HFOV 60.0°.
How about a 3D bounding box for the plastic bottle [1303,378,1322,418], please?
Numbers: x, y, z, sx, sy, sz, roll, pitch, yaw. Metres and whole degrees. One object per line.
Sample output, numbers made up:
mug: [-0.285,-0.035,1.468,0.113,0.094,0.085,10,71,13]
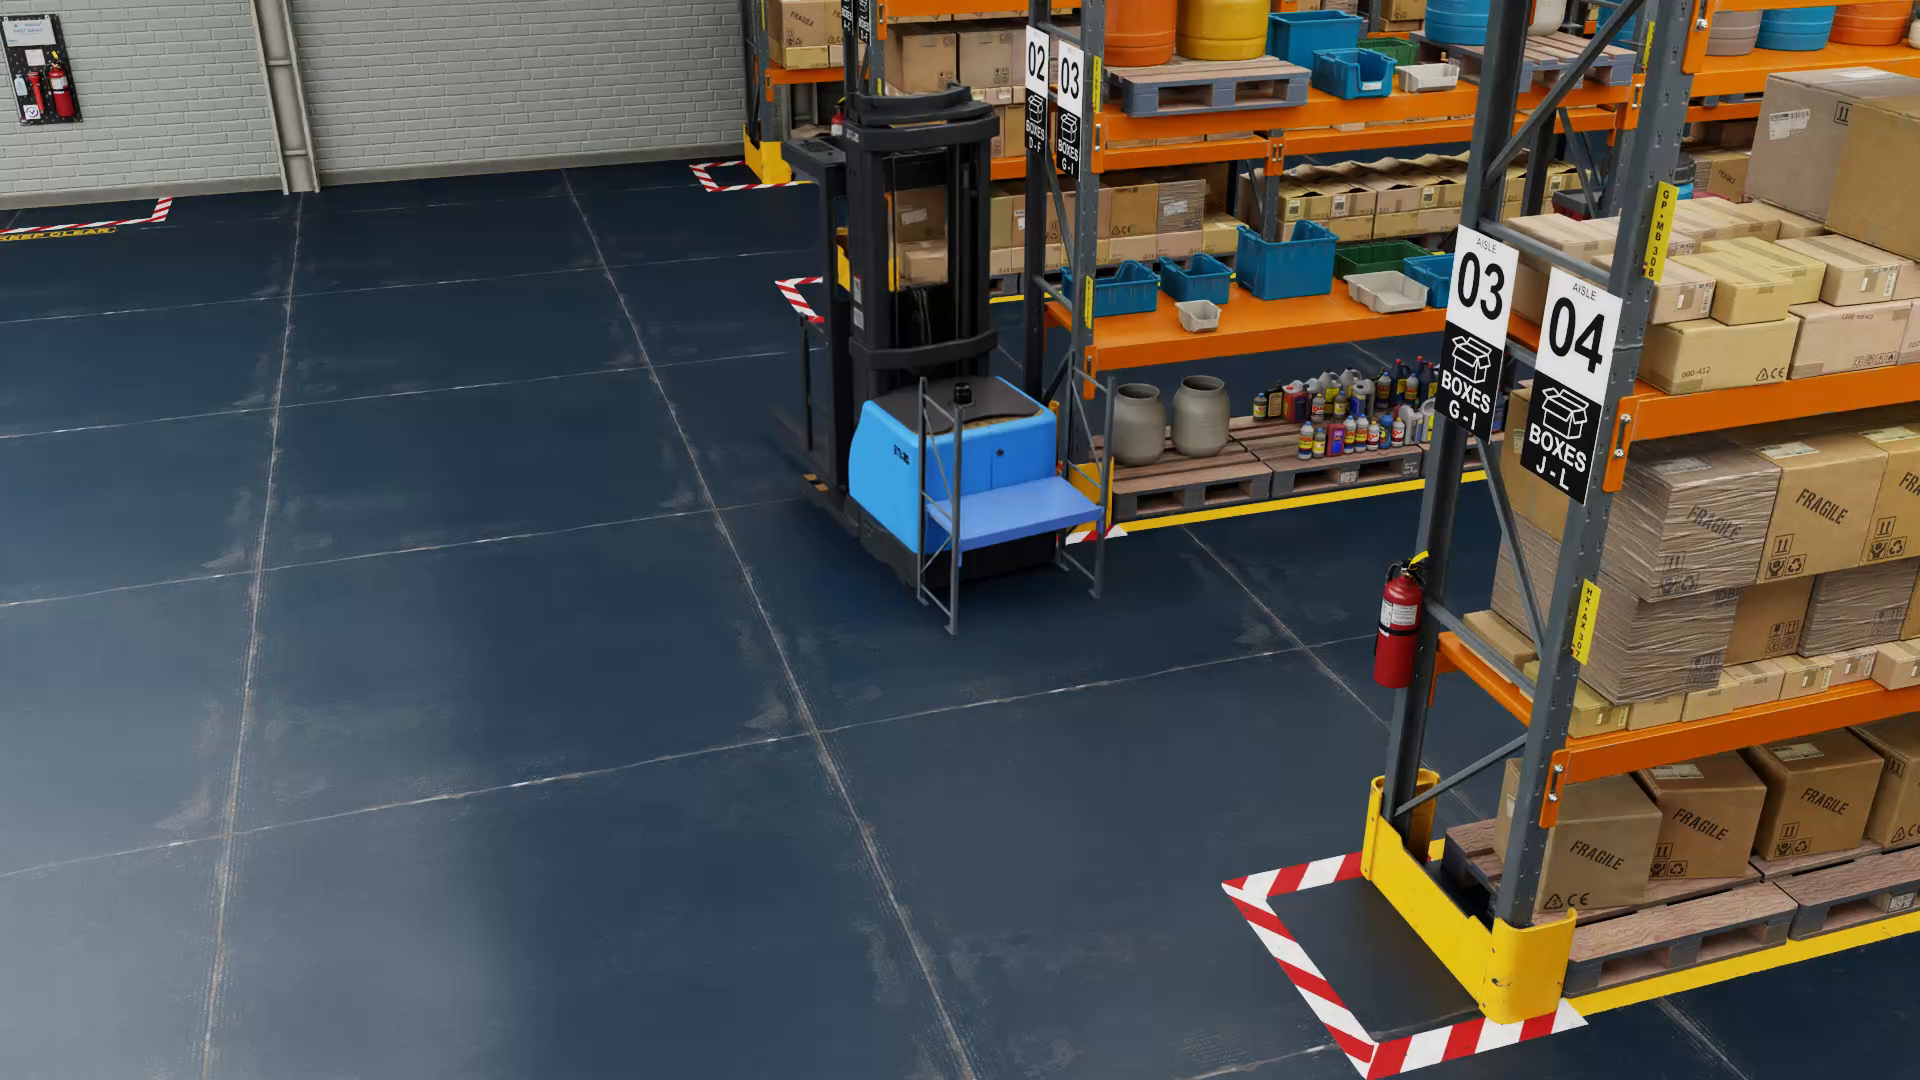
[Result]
plastic bottle: [2.646,-1.084,12.622,0.135,0.276,0.152,-9,28,-18]

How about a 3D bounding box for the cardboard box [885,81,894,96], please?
cardboard box: [-0.571,-4.189,15.468,0.250,0.149,0.380,-9,28,-17]

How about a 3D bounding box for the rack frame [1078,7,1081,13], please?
rack frame: [1.391,-6.366,20.694,0.127,3.000,1.000,-8,28,-16]

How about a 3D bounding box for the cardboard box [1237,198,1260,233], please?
cardboard box: [3.233,-3.408,17.356,0.500,0.250,0.500,-9,28,-17]

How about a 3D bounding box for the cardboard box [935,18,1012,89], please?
cardboard box: [0.122,-4.488,15.339,0.500,0.500,0.700,-9,28,-17]

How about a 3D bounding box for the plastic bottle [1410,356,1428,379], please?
plastic bottle: [3.563,-1.252,12.877,0.185,0.351,0.144,-7,27,-15]

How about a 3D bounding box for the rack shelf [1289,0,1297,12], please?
rack shelf: [4.830,-5.569,16.523,4.000,0.370,1.077,-8,28,-16]

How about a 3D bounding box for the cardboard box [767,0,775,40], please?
cardboard box: [-2.030,-6.247,19.758,0.500,0.500,0.500,-9,28,-17]

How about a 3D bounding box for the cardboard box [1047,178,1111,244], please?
cardboard box: [1.131,-3.199,16.091,0.500,0.500,0.500,-8,28,-16]

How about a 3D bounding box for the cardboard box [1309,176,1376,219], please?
cardboard box: [3.876,-3.498,16.906,0.500,0.311,0.500,-9,28,-17]

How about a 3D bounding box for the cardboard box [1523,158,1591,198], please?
cardboard box: [6.310,-3.854,17.623,0.500,0.311,0.500,-8,27,-15]

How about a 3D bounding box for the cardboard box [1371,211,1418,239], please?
cardboard box: [4.367,-3.321,17.181,0.500,0.250,0.500,-9,28,-18]

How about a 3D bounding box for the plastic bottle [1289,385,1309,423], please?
plastic bottle: [2.548,-1.023,12.492,0.133,0.283,0.061,-8,28,-16]

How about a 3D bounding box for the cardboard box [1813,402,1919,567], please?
cardboard box: [3.749,-0.254,6.811,0.500,0.500,0.500,-8,28,-16]

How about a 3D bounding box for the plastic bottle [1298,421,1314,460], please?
plastic bottle: [2.476,-0.719,11.893,0.097,0.271,0.097,0,26,0]

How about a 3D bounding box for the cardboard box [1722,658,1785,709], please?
cardboard box: [3.251,0.544,7.057,0.250,0.149,0.380,-8,28,-16]

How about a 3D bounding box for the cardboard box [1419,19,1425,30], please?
cardboard box: [6.100,-6.792,21.813,0.250,0.149,0.380,-7,27,-15]

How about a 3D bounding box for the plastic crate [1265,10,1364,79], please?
plastic crate: [2.375,-3.352,11.268,0.575,0.384,0.392,-8,28,-16]

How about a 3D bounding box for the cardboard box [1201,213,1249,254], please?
cardboard box: [2.555,-3.072,16.679,0.500,0.250,0.500,-8,28,-16]

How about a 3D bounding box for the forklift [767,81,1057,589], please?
forklift: [-0.499,-1.625,11.221,1.130,2.935,3.031,-13,29,-24]

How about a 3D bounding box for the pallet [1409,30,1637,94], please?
pallet: [3.803,-3.295,11.348,1.003,0.211,1.213,-8,28,-16]

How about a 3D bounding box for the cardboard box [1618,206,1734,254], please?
cardboard box: [2.867,-1.227,6.690,0.250,0.149,0.380,-9,28,-18]

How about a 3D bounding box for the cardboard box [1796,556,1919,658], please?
cardboard box: [3.648,0.056,7.312,0.500,0.500,0.875,-8,28,-16]

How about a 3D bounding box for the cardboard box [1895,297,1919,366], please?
cardboard box: [3.688,-0.906,6.490,0.500,0.250,0.500,-8,28,-16]

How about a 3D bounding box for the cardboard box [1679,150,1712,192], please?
cardboard box: [7.749,-3.916,18.076,0.500,0.500,0.500,-9,28,-18]

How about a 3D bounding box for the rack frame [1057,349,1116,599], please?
rack frame: [0.777,-0.396,10.330,0.032,1.500,0.500,-13,32,-24]

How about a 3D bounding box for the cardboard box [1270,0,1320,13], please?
cardboard box: [4.227,-7.001,21.366,0.500,0.500,0.700,-11,28,-21]

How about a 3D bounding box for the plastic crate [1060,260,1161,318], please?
plastic crate: [1.039,-1.755,11.573,0.616,0.251,0.499,-8,28,-16]

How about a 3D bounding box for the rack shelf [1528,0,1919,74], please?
rack shelf: [4.091,-2.171,6.310,4.000,0.370,1.077,-8,28,-16]

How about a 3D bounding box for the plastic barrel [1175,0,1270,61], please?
plastic barrel: [1.700,-3.453,10.769,0.600,0.588,0.600,0,26,0]

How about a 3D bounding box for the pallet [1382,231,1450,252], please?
pallet: [4.779,-3.310,17.675,1.213,0.211,1.003,-8,28,-16]

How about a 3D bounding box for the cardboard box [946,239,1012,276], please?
cardboard box: [0.178,-2.728,15.985,0.500,0.250,0.500,-8,28,-16]

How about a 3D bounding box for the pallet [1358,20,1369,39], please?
pallet: [4.550,-6.687,21.557,1.003,0.211,1.213,-8,28,-16]

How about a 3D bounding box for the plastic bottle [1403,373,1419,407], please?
plastic bottle: [3.462,-1.145,12.751,0.097,0.271,0.097,0,26,0]

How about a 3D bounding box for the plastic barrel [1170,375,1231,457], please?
plastic barrel: [1.734,-0.892,11.993,0.421,0.512,0.421,0,26,0]

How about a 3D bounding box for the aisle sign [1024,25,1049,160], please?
aisle sign: [0.495,-2.906,10.801,0.004,0.787,0.394,-8,28,-16]

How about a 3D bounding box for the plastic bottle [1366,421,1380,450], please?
plastic bottle: [2.991,-0.762,12.059,0.097,0.201,0.097,0,26,0]

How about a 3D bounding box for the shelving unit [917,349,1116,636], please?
shelving unit: [0.325,-0.293,10.122,1.048,1.500,0.538,-13,32,-24]

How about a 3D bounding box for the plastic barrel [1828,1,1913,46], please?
plastic barrel: [6.792,-4.152,12.379,0.708,0.830,0.600,-8,28,-16]

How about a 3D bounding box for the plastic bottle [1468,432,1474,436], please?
plastic bottle: [3.753,-0.951,12.270,0.185,0.351,0.144,-10,28,-19]

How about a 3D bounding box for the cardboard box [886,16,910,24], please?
cardboard box: [-0.899,-6.164,19.589,0.500,0.500,0.500,-9,28,-18]

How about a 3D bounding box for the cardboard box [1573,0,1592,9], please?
cardboard box: [8.155,-7.410,22.327,0.500,0.500,0.500,-8,28,-16]

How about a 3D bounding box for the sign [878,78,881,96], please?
sign: [-0.709,-3.909,14.682,0.005,0.325,0.100,-8,28,-16]

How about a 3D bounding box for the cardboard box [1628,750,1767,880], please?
cardboard box: [3.346,1.224,7.745,0.500,0.500,0.500,-1,26,-3]

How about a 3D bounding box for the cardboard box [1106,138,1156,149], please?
cardboard box: [1.531,-4.110,16.037,0.500,0.500,0.700,-8,27,-15]

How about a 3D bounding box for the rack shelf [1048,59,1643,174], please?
rack shelf: [2.557,-2.923,11.194,4.000,0.370,1.077,-8,28,-16]

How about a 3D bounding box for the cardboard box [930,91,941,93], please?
cardboard box: [-0.185,-4.057,15.201,0.250,0.149,0.380,-9,28,-17]

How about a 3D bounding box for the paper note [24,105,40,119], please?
paper note: [-10.271,-4.737,18.403,0.142,0.148,0.016,-8,28,-16]

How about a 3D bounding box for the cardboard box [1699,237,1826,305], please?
cardboard box: [3.001,-1.009,6.250,0.250,0.149,0.380,-9,28,-17]

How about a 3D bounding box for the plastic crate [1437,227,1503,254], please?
plastic crate: [3.922,-2.131,12.233,0.504,0.338,0.767,-8,28,-16]

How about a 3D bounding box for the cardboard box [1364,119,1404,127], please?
cardboard box: [4.165,-4.488,16.799,0.500,0.500,0.500,-6,27,-12]

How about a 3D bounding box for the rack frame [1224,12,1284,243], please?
rack frame: [2.928,-4.272,16.476,0.127,3.000,1.000,-8,28,-16]

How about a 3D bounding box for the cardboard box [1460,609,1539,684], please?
cardboard box: [2.396,0.454,7.239,0.250,0.149,0.380,-8,28,-16]

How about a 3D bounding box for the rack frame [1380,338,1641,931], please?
rack frame: [2.189,0.468,6.928,0.127,3.000,1.000,-8,28,-16]

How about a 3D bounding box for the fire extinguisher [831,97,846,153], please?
fire extinguisher: [-1.131,-3.866,15.746,0.183,0.674,0.296,-8,28,-16]

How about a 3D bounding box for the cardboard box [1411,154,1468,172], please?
cardboard box: [5.160,-3.937,17.791,0.500,0.311,0.500,-9,28,-17]

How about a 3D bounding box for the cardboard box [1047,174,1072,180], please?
cardboard box: [0.965,-3.425,16.547,0.500,0.500,0.500,-8,28,-16]

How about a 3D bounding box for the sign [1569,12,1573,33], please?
sign: [6.555,-5.534,17.805,0.005,0.325,0.100,-8,28,-16]
